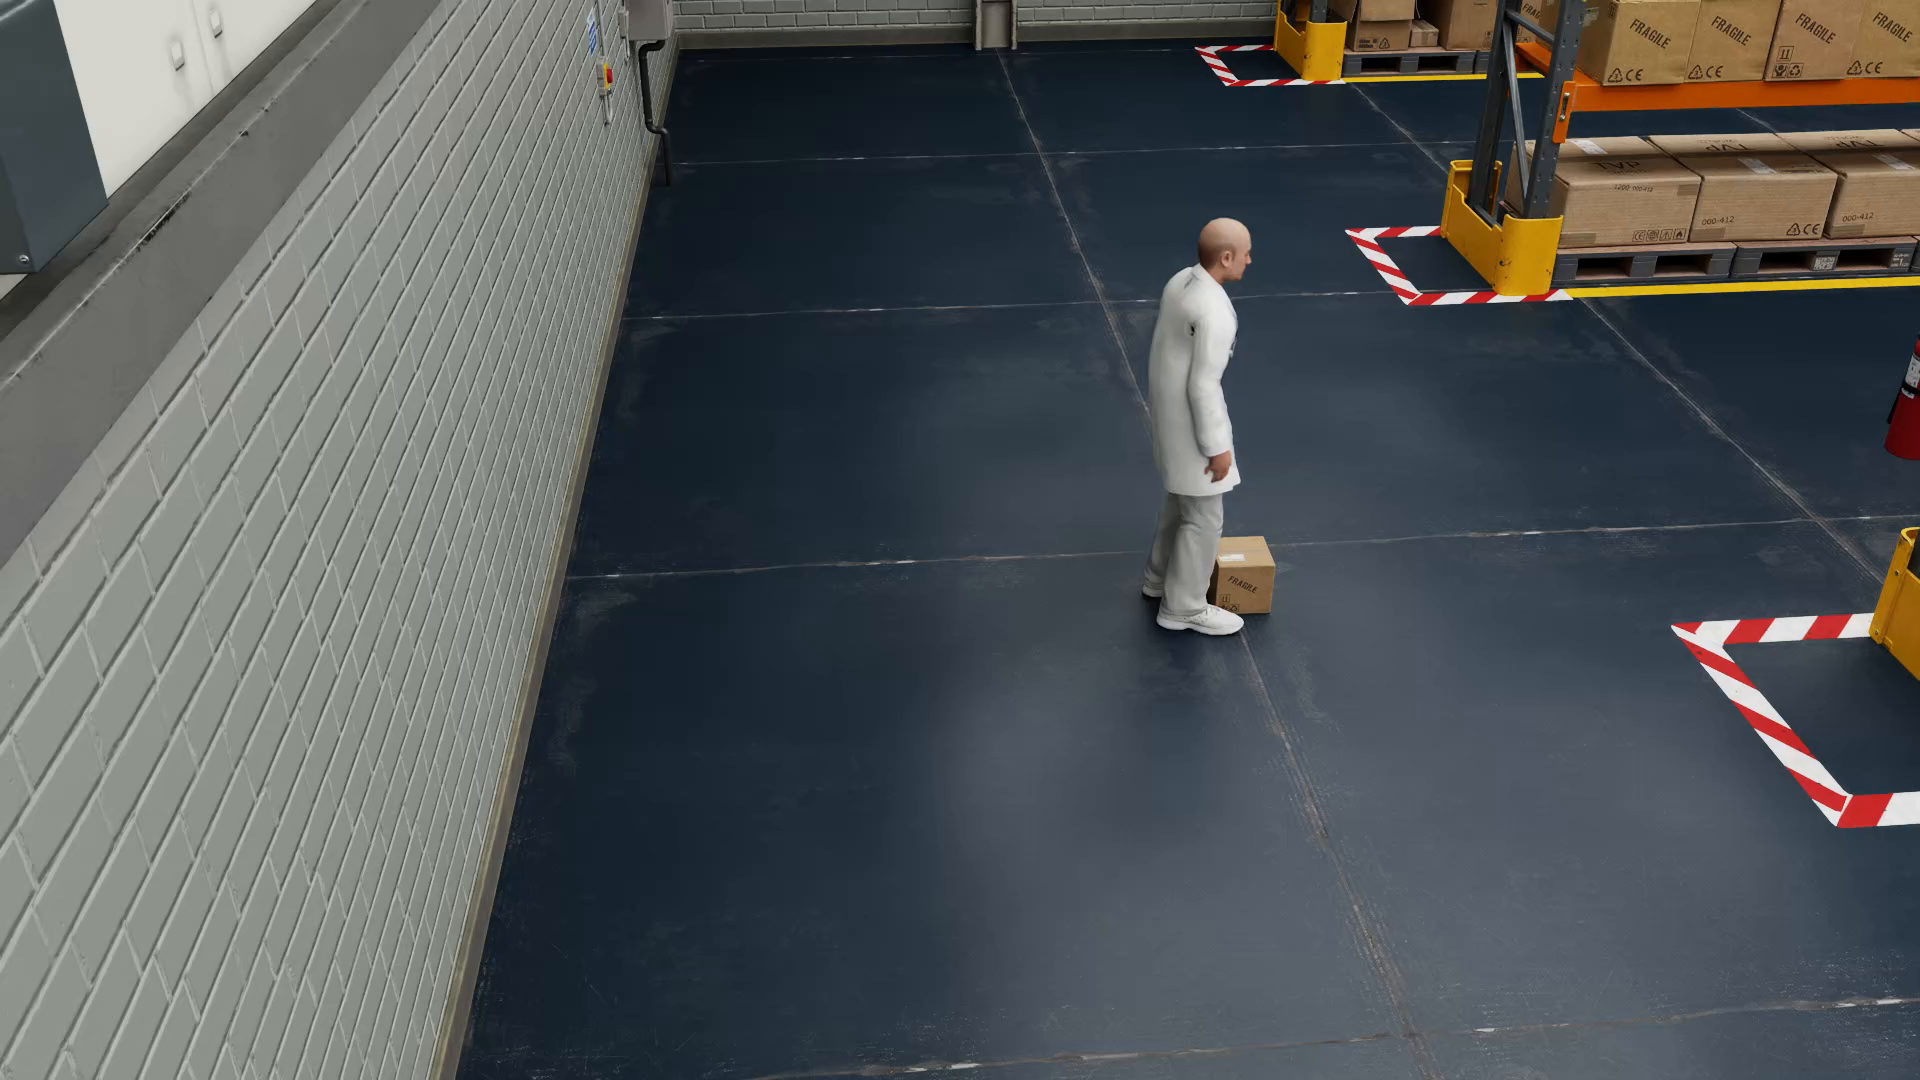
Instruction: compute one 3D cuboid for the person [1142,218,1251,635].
[{"bbox_3d":[0.994,-0.483,6.961,0.419,1.774,0.644,-3,31,-5],"label":"person"}]
